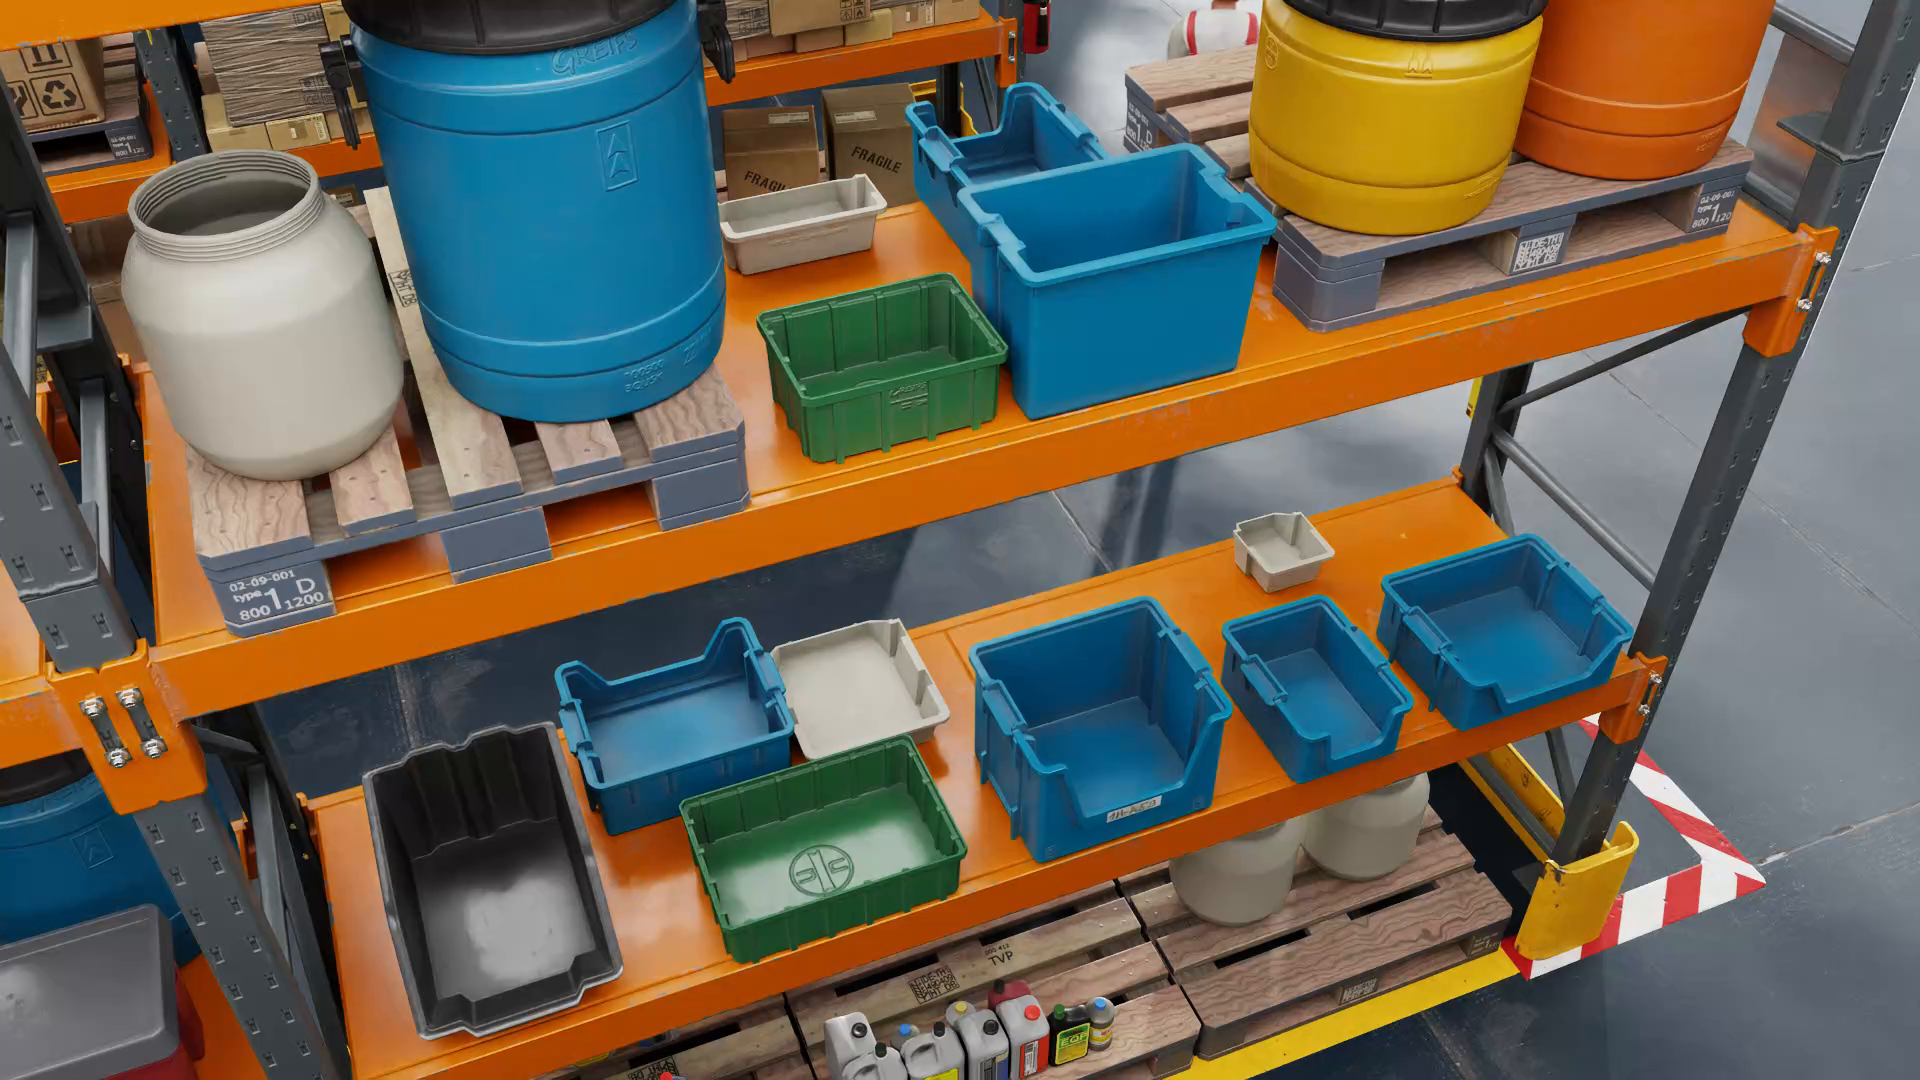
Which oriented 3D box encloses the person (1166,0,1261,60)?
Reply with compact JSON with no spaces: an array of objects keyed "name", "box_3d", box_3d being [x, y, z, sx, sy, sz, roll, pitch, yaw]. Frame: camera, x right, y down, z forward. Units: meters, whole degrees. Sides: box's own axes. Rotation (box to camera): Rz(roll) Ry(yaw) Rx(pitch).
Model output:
[{"name":"person","box_3d":[1.336,-2.227,8.675,0.517,1.734,1.103,12,43,13]}]
